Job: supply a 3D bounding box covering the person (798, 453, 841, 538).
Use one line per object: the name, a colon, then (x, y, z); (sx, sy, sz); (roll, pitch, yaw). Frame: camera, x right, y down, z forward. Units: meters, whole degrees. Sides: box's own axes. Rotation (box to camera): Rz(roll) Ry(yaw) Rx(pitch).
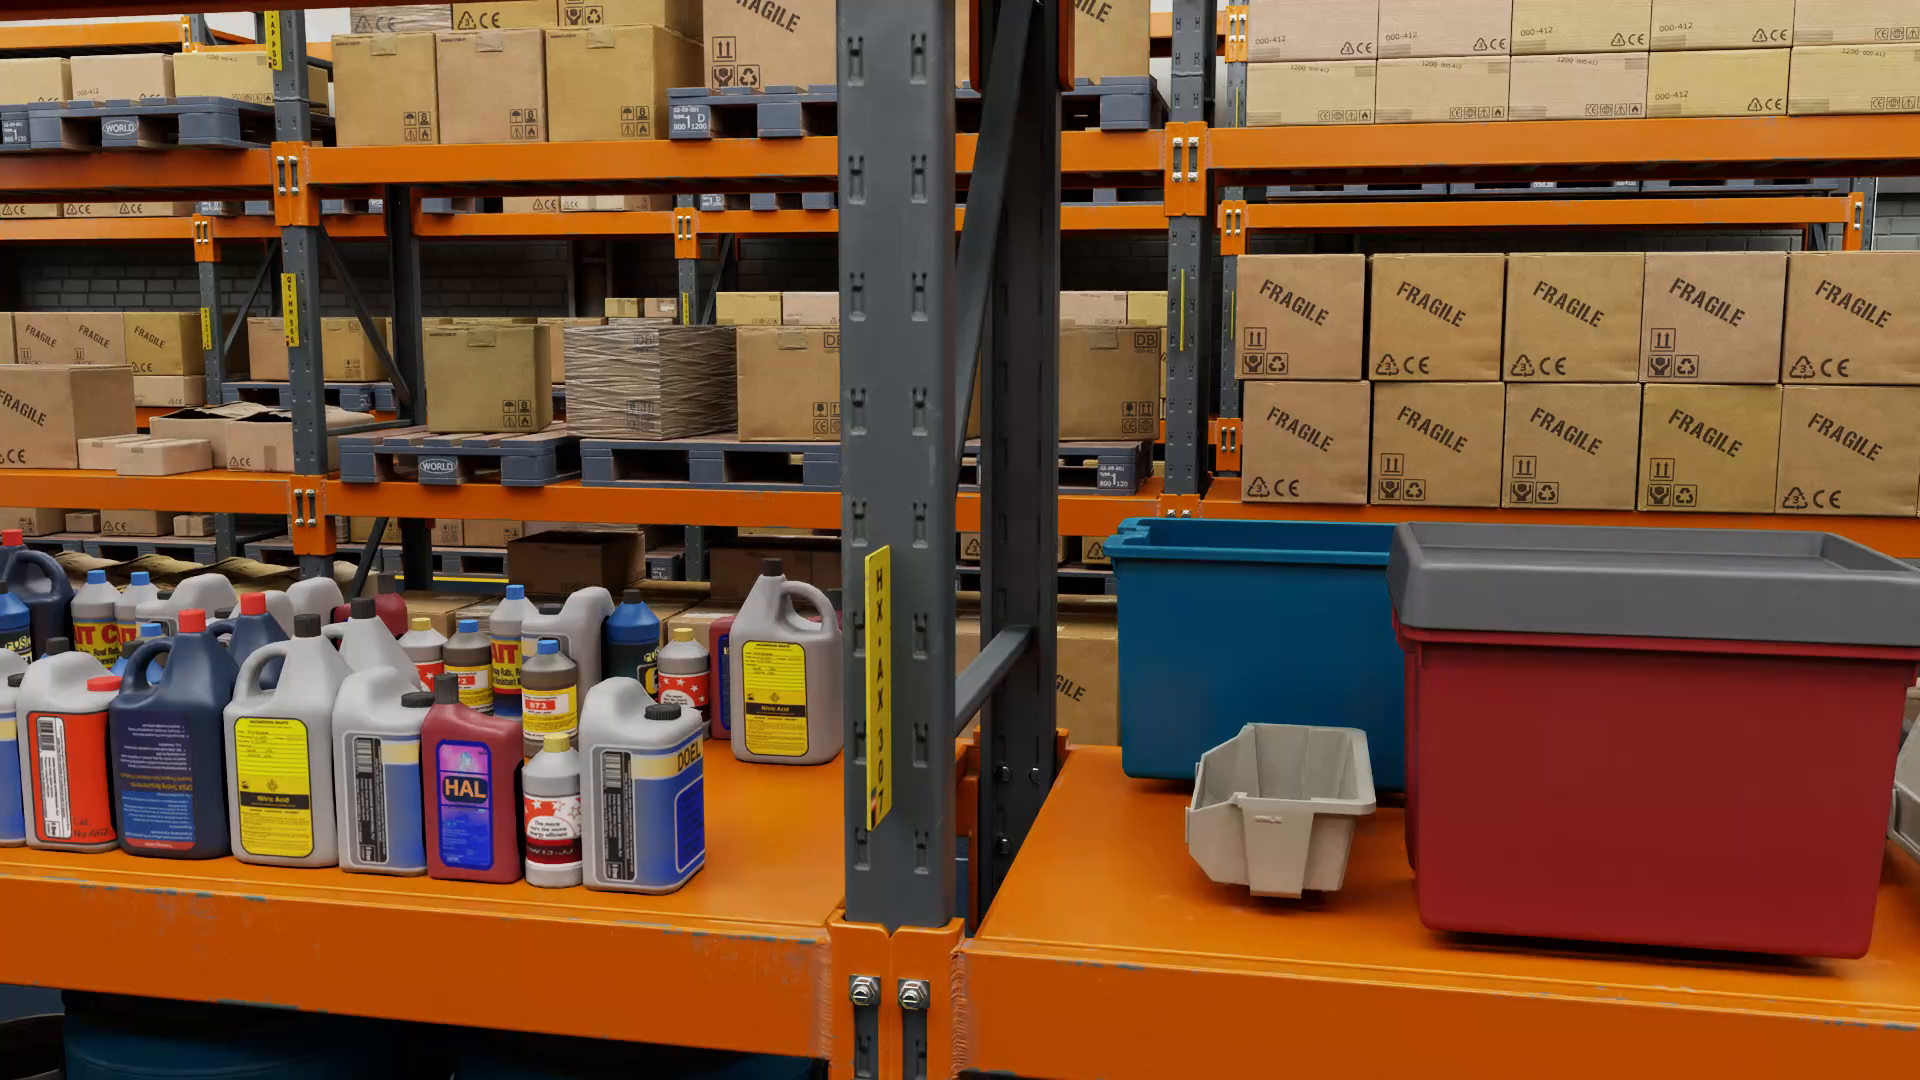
person: (-0.665, -0.117, 9.746); (0.587, 1.720, 0.475); (1, 8, 8)
